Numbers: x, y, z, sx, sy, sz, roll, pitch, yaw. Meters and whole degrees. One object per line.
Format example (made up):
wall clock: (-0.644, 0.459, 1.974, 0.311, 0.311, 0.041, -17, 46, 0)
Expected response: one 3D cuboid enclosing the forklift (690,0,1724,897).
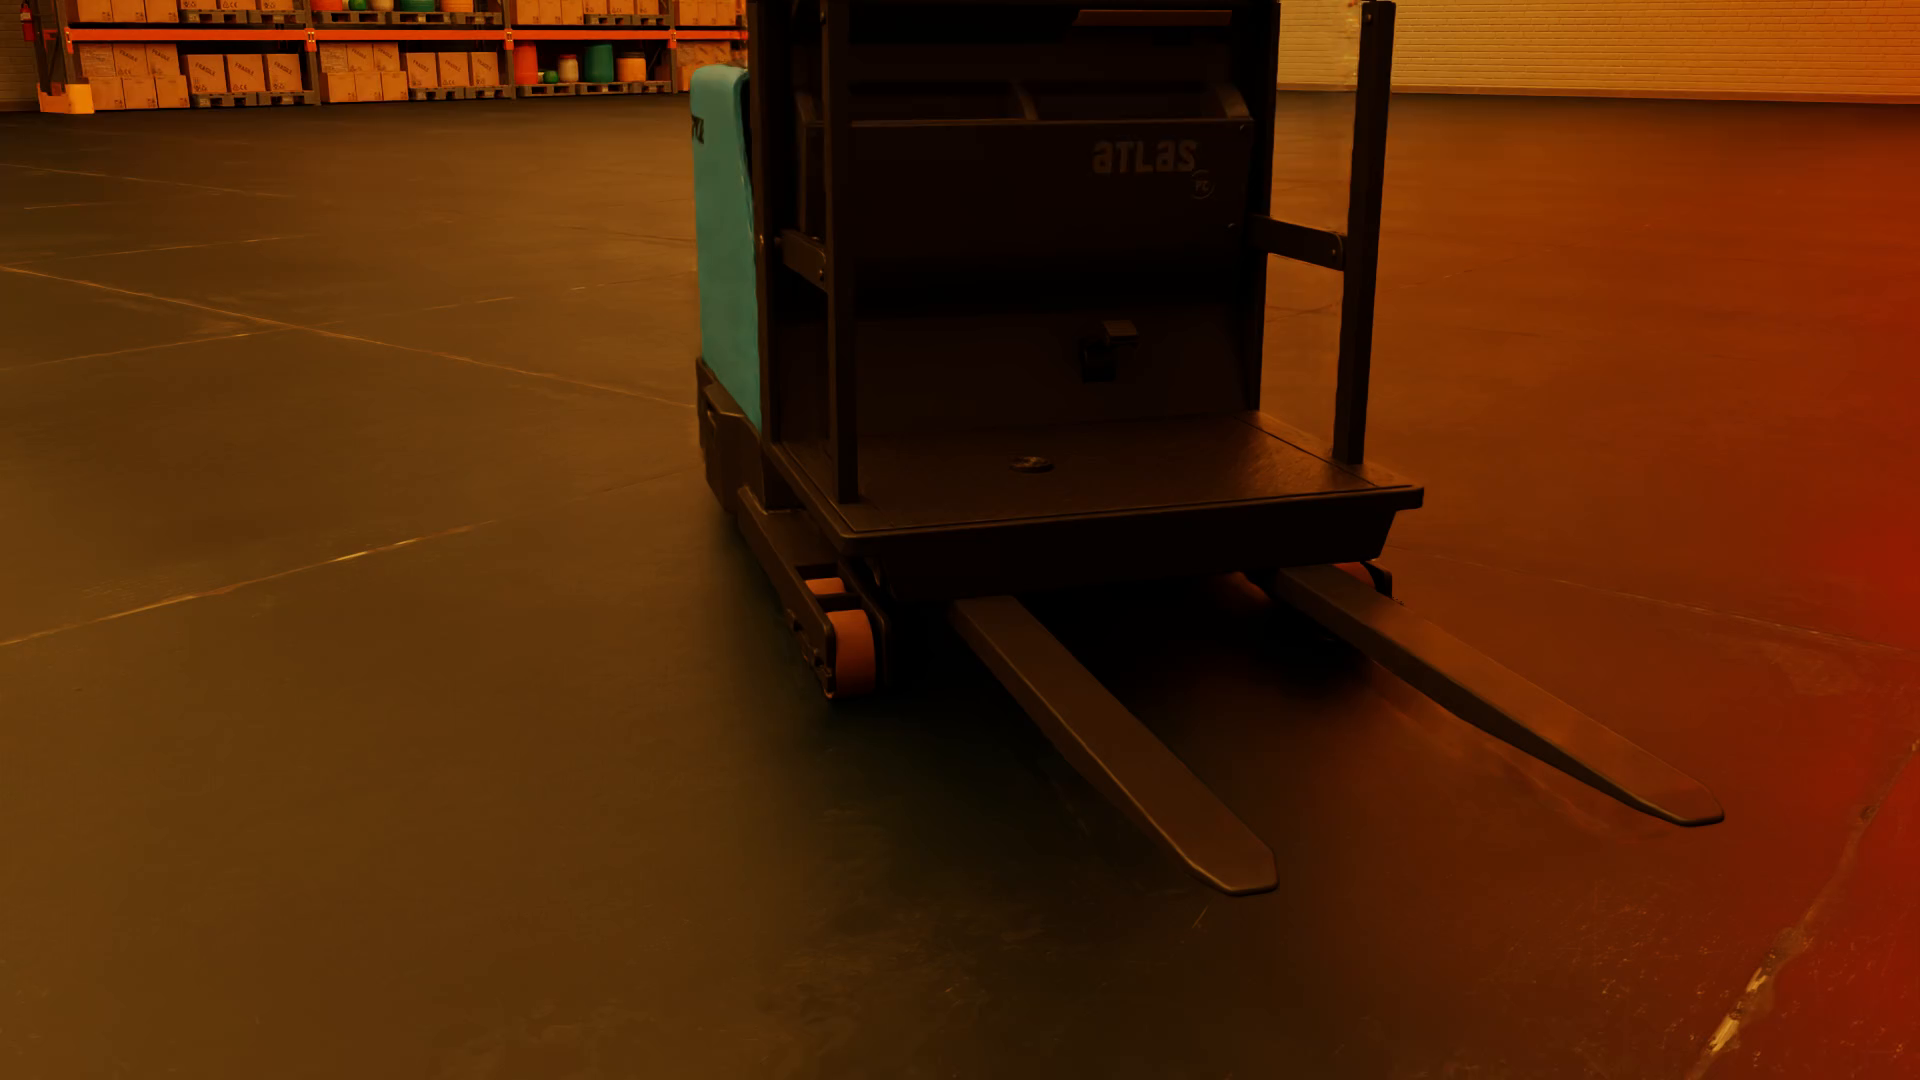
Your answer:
forklift: (0.195, -1.242, 2.986, 1.130, 2.935, 3.031, -5, 18, -16)
